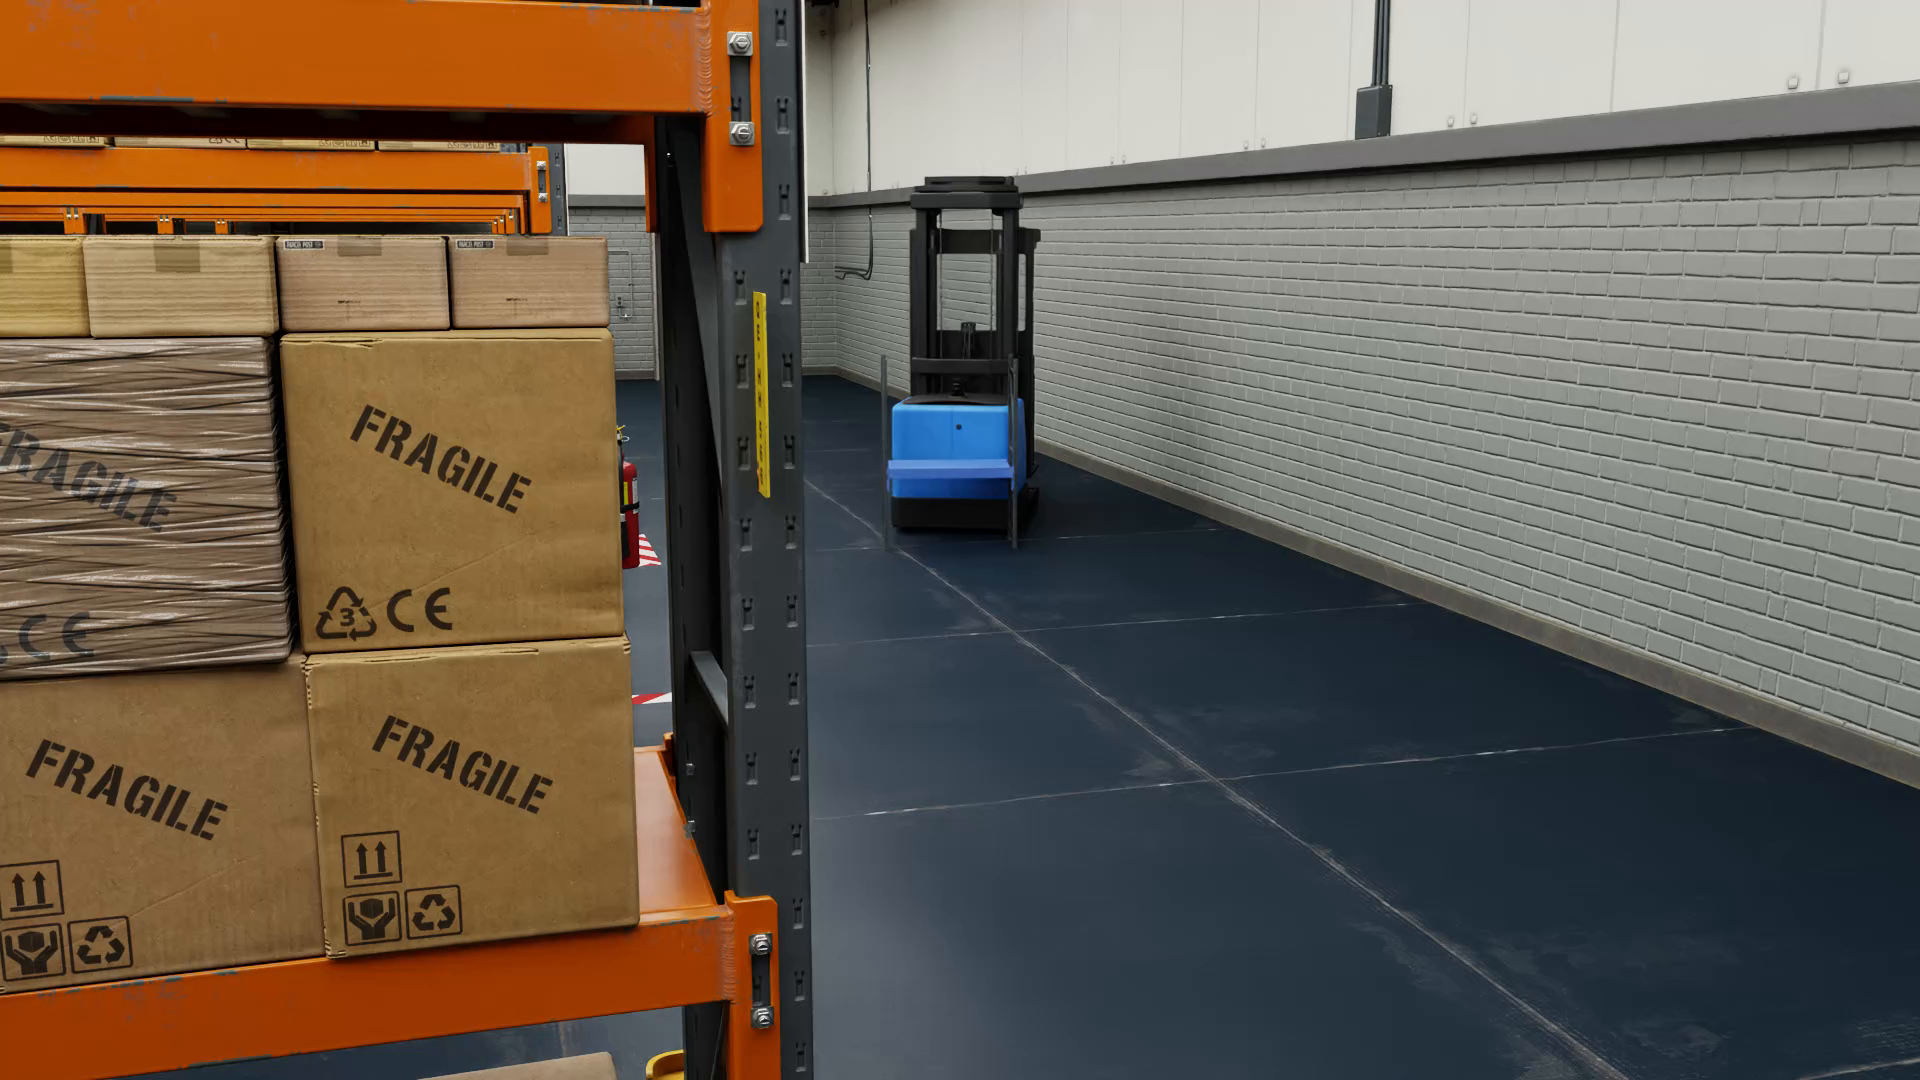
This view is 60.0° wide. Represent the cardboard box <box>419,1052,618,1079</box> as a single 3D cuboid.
[{"bbox_3d":[-1.065,1.461,3.244,0.875,0.438,0.875,-3,11,-18],"label":"cardboard box"}]

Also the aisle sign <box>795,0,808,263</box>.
[{"bbox_3d":[-0.303,-0.872,2.818,0.004,0.787,0.394,-3,11,-16],"label":"aisle sign"}]

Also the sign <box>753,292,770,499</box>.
[{"bbox_3d":[-0.321,-0.235,2.684,0.005,0.325,0.100,-3,11,-16],"label":"sign"}]

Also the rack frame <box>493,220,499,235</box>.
[{"bbox_3d":[-7.382,-3.950,26.716,0.127,3.000,1.000,-3,11,-16],"label":"rack frame"}]

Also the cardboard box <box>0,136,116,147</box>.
[{"bbox_3d":[-3.775,-1.751,6.904,0.500,0.250,0.500,-3,11,-13],"label":"cardboard box"}]

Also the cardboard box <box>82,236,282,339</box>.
[{"bbox_3d":[-1.209,-0.406,2.637,0.250,0.149,0.380,-3,11,-16],"label":"cardboard box"}]

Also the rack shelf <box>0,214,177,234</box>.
[{"bbox_3d":[-11.755,-3.906,20.183,4.000,0.370,1.077,-3,11,-16],"label":"rack shelf"}]

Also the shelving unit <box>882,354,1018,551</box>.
[{"bbox_3d":[-0.088,-0.704,13.227,1.048,1.500,0.538,-1,10,-3],"label":"shelving unit"}]

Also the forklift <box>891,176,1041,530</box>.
[{"bbox_3d":[0.136,-1.743,14.921,1.130,2.935,3.031,1,11,8],"label":"forklift"}]

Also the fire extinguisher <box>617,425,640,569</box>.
[{"bbox_3d":[-1.569,-0.210,7.647,0.183,0.674,0.296,-3,11,-16],"label":"fire extinguisher"}]

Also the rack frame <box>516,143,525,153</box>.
[{"bbox_3d":[-3.229,-4.317,12.141,0.127,3.000,1.000,-3,11,-16],"label":"rack frame"}]

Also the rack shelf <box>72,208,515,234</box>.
[{"bbox_3d":[-6.534,-3.248,16.605,4.000,0.370,1.077,-3,11,-16],"label":"rack shelf"}]

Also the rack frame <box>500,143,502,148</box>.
[{"bbox_3d":[-5.994,-6.039,21.496,0.127,3.000,1.000,-3,11,-16],"label":"rack frame"}]

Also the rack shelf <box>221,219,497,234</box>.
[{"bbox_3d":[-9.303,-4.970,25.960,4.000,0.370,1.077,-3,11,-16],"label":"rack shelf"}]

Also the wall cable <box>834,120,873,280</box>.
[{"bbox_3d":[-1.852,-5.597,27.671,0.112,2.526,3.097,-3,11,-16],"label":"wall cable"}]

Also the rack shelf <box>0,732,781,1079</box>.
[{"bbox_3d":[-2.379,0.811,2.841,4.000,0.370,1.077,-3,11,-16],"label":"rack shelf"}]

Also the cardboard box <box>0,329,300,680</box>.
[{"bbox_3d":[-1.349,-0.087,2.698,0.500,0.500,0.500,-3,11,-16],"label":"cardboard box"}]

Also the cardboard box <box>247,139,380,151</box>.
[{"bbox_3d":[-2.790,-1.804,7.193,0.500,0.250,0.500,-3,11,-16],"label":"cardboard box"}]

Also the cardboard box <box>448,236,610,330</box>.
[{"bbox_3d":[-0.748,-0.451,2.880,0.250,0.149,0.380,-3,11,-15],"label":"cardboard box"}]

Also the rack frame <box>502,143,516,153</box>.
[{"bbox_3d":[-4.613,-5.178,16.818,0.127,3.000,1.000,-3,11,-16],"label":"rack frame"}]

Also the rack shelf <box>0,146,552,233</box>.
[{"bbox_3d":[-3.860,-1.519,7.216,4.000,0.370,1.077,-3,11,-16],"label":"rack shelf"}]

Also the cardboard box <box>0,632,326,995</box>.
[{"bbox_3d":[-1.334,0.400,2.811,0.500,0.500,0.500,-3,11,-17],"label":"cardboard box"}]

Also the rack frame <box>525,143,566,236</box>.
[{"bbox_3d":[-1.940,-0.499,7.973,0.127,3.000,1.000,-3,11,-16],"label":"rack frame"}]

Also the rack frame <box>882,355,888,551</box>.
[{"bbox_3d":[-0.595,-0.699,13.199,0.032,1.500,0.500,-1,10,-3],"label":"rack frame"}]

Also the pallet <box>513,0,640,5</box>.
[{"bbox_3d":[-1.168,-1.036,2.849,1.213,0.211,1.003,-3,11,-16],"label":"pallet"}]

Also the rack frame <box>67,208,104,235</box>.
[{"bbox_3d":[-8.454,-2.025,16.261,0.127,3.000,1.000,-3,11,-16],"label":"rack frame"}]

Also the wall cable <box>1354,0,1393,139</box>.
[{"bbox_3d":[3.164,-5.586,10.149,0.120,5.999,2.277,-3,11,-16],"label":"wall cable"}]

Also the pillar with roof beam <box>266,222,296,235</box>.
[{"bbox_3d":[-9.589,-6.135,22.017,0.548,9.000,9.100,-3,11,-16],"label":"pillar with roof beam"}]
